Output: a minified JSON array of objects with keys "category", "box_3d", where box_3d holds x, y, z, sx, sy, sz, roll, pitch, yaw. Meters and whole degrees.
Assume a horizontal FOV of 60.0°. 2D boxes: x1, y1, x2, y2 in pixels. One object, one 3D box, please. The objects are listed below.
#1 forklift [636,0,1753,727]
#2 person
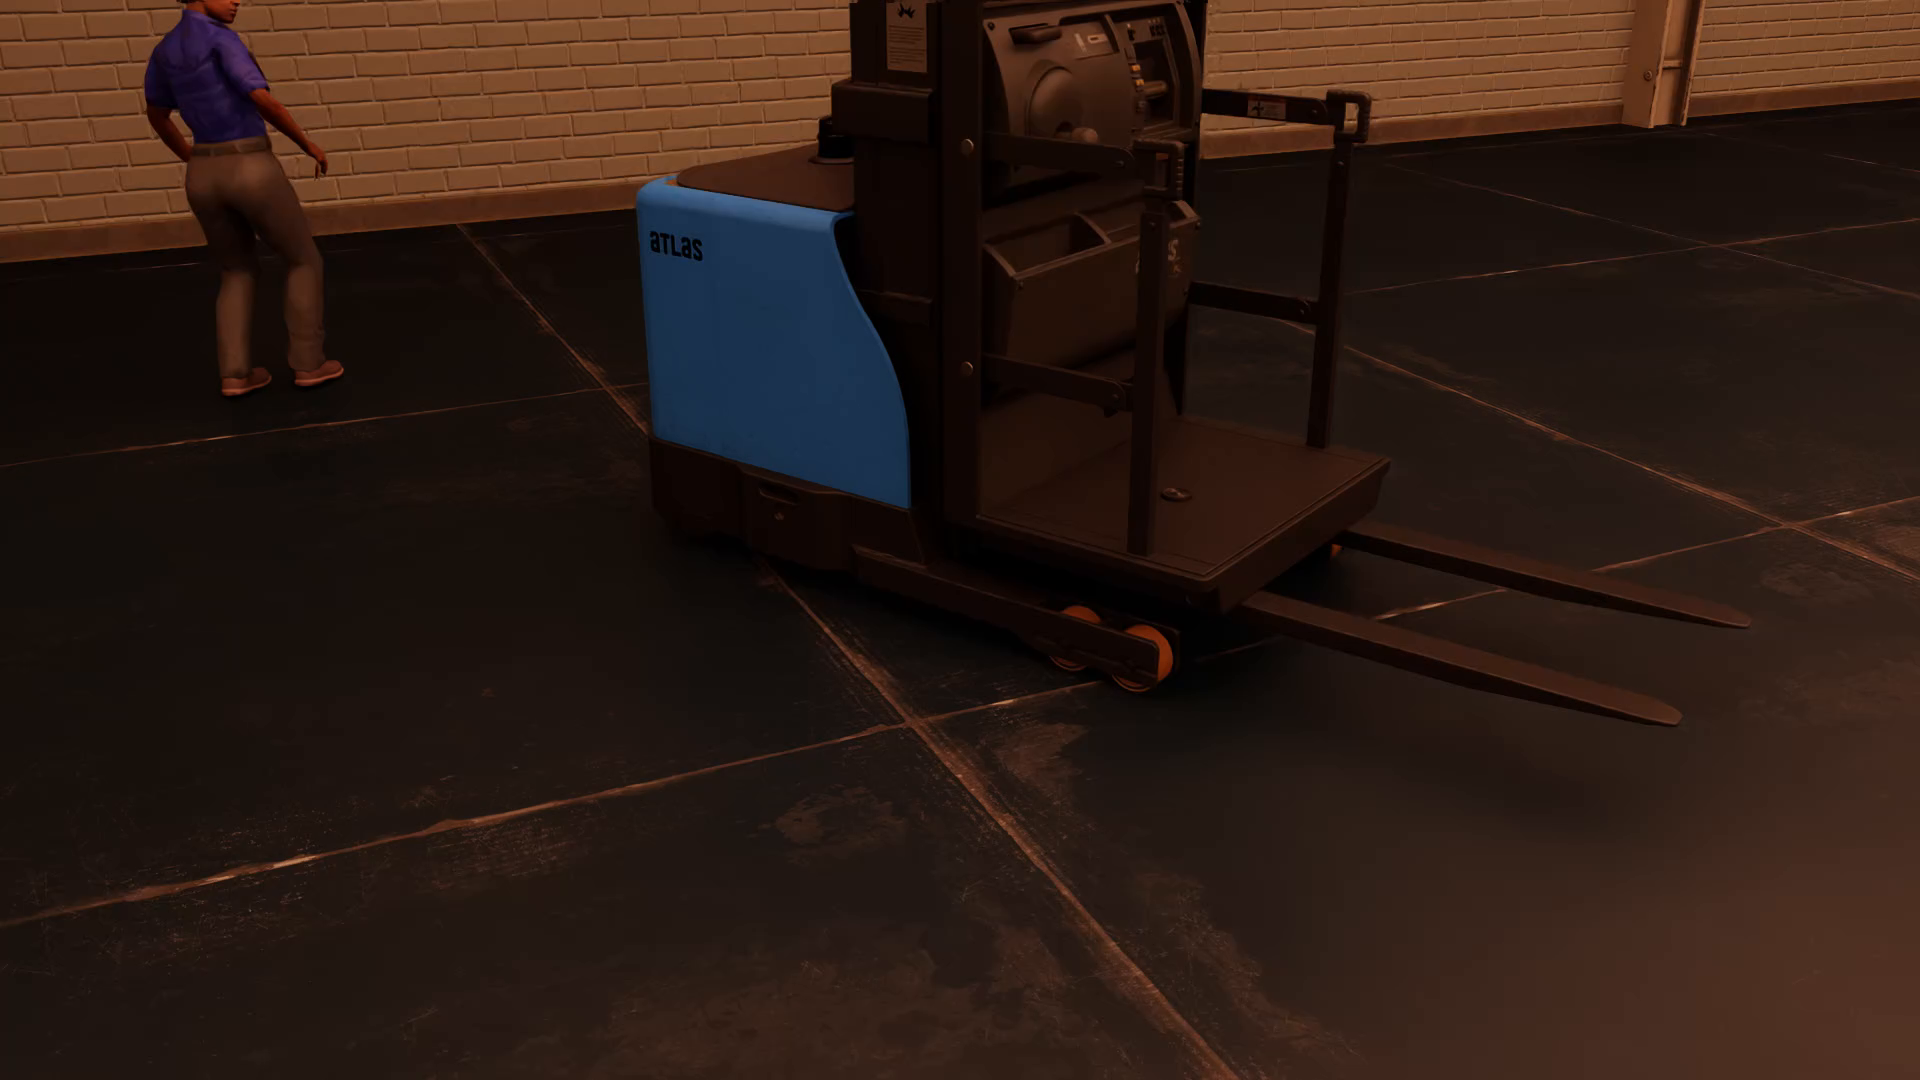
[{"category":"forklift","box_3d":[0.528,-1.201,4.178,3.031,2.935,1.130,16,27,34]},{"category":"person","box_3d":[-2.716,-1.359,6.290,0.655,1.621,0.463,7,24,16]}]
